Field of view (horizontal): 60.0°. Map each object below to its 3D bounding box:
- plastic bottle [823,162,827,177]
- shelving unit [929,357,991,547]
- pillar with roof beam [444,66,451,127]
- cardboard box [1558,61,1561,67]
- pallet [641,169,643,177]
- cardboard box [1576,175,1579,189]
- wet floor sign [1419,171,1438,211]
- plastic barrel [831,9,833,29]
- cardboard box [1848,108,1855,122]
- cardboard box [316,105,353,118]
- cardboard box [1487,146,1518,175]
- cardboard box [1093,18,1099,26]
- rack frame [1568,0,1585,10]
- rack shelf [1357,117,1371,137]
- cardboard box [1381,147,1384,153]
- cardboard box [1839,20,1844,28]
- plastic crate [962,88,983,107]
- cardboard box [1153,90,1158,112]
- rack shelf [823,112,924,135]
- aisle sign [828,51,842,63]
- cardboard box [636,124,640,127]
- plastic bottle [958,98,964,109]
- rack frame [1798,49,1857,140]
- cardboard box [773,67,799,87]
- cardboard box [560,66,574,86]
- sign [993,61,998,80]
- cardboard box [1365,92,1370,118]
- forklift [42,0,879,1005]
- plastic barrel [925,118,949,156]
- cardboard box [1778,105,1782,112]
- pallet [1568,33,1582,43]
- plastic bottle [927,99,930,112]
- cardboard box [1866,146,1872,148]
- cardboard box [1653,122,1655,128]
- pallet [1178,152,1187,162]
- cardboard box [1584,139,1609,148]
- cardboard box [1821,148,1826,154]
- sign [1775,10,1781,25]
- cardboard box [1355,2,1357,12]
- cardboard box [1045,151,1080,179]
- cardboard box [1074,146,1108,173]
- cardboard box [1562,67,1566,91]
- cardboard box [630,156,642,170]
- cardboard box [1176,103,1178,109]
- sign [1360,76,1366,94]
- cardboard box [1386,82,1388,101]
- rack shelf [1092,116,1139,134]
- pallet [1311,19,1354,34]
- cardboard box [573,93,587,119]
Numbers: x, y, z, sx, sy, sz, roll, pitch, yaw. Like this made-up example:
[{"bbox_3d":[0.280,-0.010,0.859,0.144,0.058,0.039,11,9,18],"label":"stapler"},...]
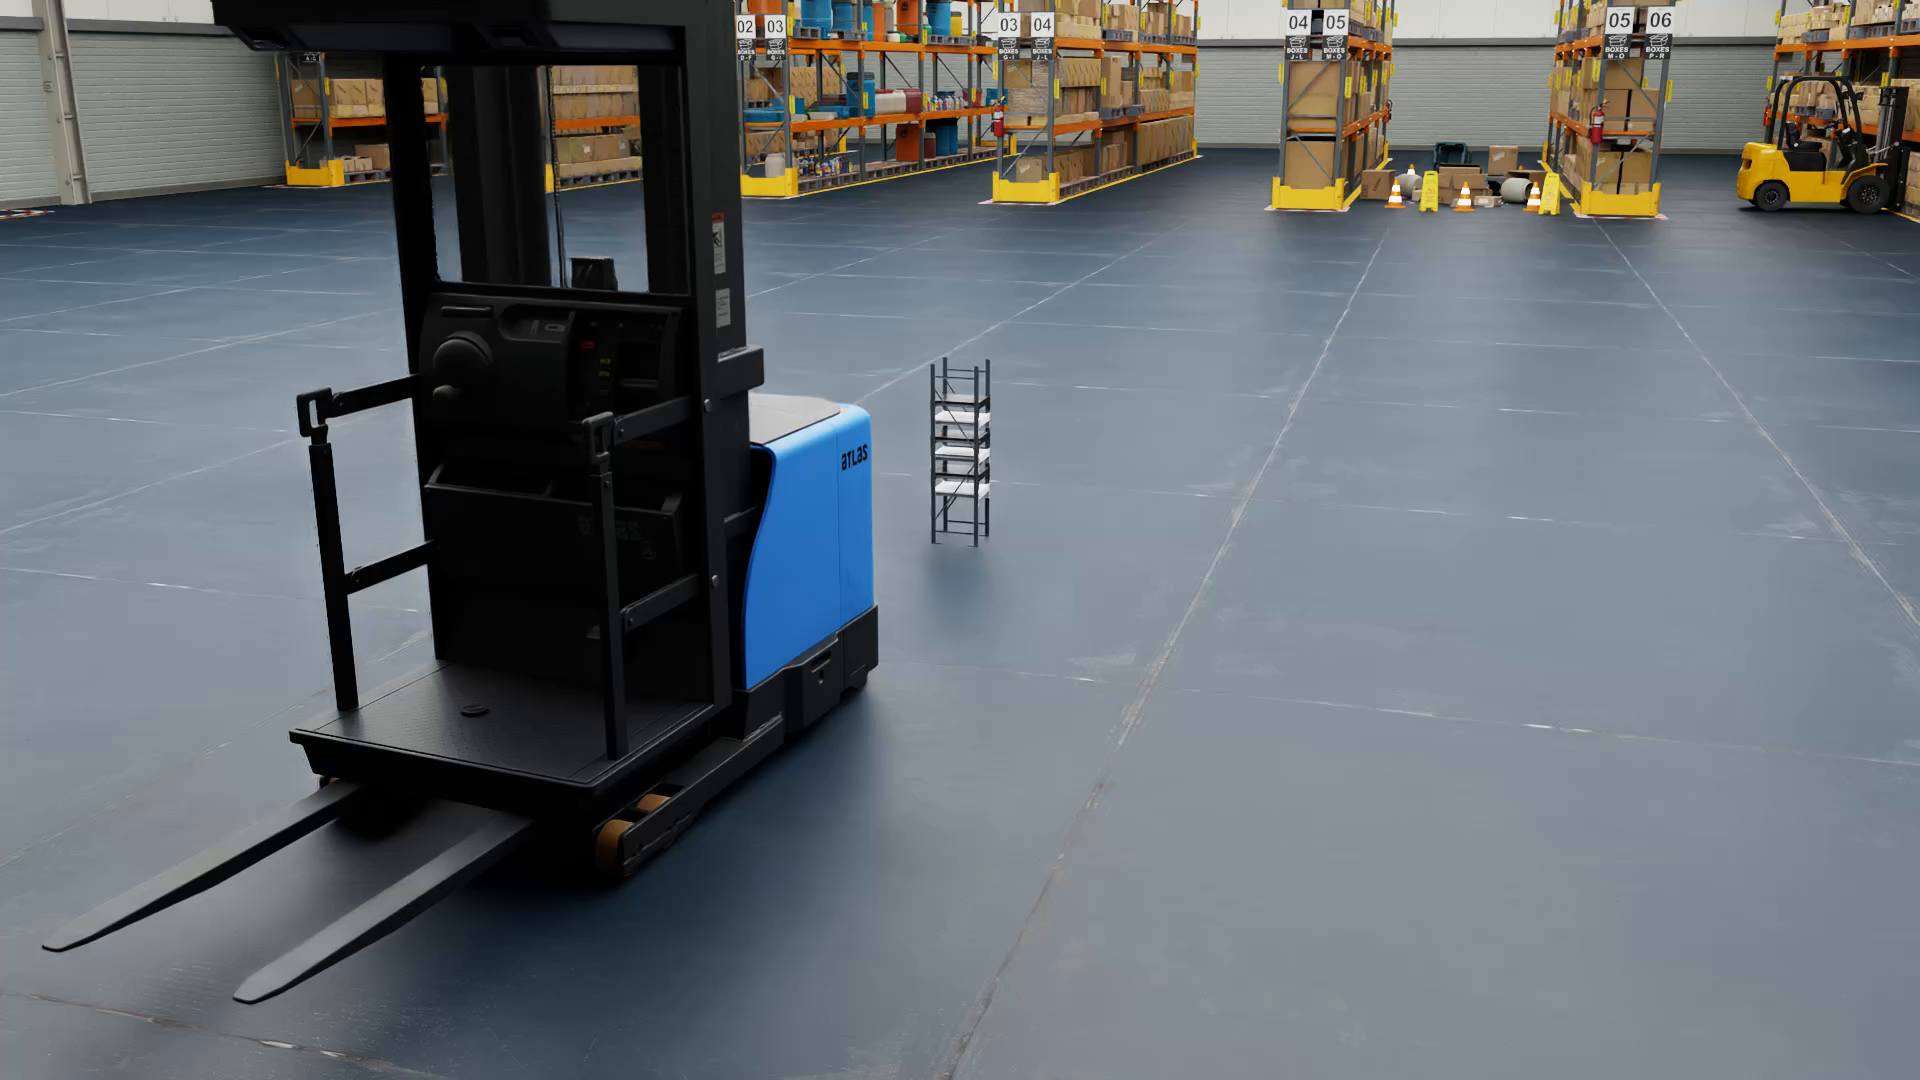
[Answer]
[{"bbox_3d":[-2.682,-7.304,32.778,0.097,0.271,0.097,0,16,0],"label":"plastic bottle"},{"bbox_3d":[0.002,-0.435,8.214,0.258,0.900,0.210,5,16,16],"label":"shelving unit"},{"bbox_3d":[-7.890,-13.006,37.692,9.100,9.000,0.400,5,16,16],"label":"pillar with roof beam"},{"bbox_3d":[14.356,-11.266,39.348,0.380,0.149,0.250,4,16,15],"label":"cardboard box"},{"bbox_3d":[-7.033,-8.151,36.680,1.003,0.211,1.213,5,16,16],"label":"pallet"},{"bbox_3d":[11.226,-6.365,29.540,0.500,0.250,0.500,6,17,19],"label":"cardboard box"},{"bbox_3d":[7.772,-5.776,27.512,0.267,0.644,0.232,2,16,6],"label":"wet floor sign"},{"bbox_3d":[-2.768,-10.513,33.427,0.421,0.512,0.421,0,16,0],"label":"plastic barrel"},{"bbox_3d":[17.042,-7.986,31.263,0.500,0.250,0.500,4,16,14],"label":"cardboard box"},{"bbox_3d":[-12.649,-8.674,33.652,0.500,0.250,0.500,4,16,14],"label":"cardboard box"},{"bbox_3d":[10.078,-7.051,30.885,0.500,0.500,0.500,5,16,16],"label":"cardboard box"},{"bbox_3d":[2.476,-9.983,32.076,0.380,0.149,0.250,5,17,18],"label":"cardboard box"},{"bbox_3d":[14.067,-12.738,36.749,1.000,3.000,0.127,5,16,16],"label":"rack frame"},{"bbox_3d":[7.587,-8.294,33.391,1.077,0.370,4.000,5,16,16],"label":"rack shelf"},{"bbox_3d":[10.503,-9.858,42.041,0.380,0.149,0.250,5,17,18],"label":"cardboard box"},{"bbox_3d":[17.780,-10.297,33.184,0.380,0.149,0.250,5,16,16],"label":"cardboard box"},{"bbox_3d":[0.311,-11.279,42.369,0.402,0.464,0.583,5,16,16],"label":"plastic crate"},{"bbox_3d":[4.258,-10.128,38.358,0.500,0.500,0.500,5,16,16],"label":"cardboard box"},{"bbox_3d":[-1.889,-9.089,36.195,1.077,0.370,4.000,5,16,16],"label":"rack shelf"},{"bbox_3d":[-3.482,-13.681,46.303,0.394,0.787,0.004,5,16,16],"label":"aisle sign"},{"bbox_3d":[-8.951,-11.484,45.944,0.380,0.149,0.250,4,16,14],"label":"cardboard box"},{"bbox_3d":[0.014,-10.817,41.196,0.152,0.276,0.135,5,16,16],"label":"plastic bottle"},{"bbox_3d":[18.827,-9.468,36.214,1.000,3.000,0.127,5,16,16],"label":"rack frame"},{"bbox_3d":[-4.528,-12.020,43.196,0.500,0.500,0.500,5,17,17],"label":"cardboard box"},{"bbox_3d":[-8.038,-9.196,32.692,0.700,0.500,0.500,4,16,14],"label":"cardboard box"},{"bbox_3d":[0.629,-8.239,29.177,0.100,0.325,0.005,5,16,16],"label":"sign"},{"bbox_3d":[8.142,-8.942,34.176,0.500,0.500,0.500,5,16,16],"label":"cardboard box"},{"bbox_3d":[-1.345,-0.556,4.919,1.130,2.935,3.031,6,17,22],"label":"forklift"},{"bbox_3d":[-0.556,-9.871,40.710,0.600,0.901,0.708,5,16,16],"label":"plastic barrel"},{"bbox_3d":[19.193,-9.996,38.535,0.380,0.149,0.250,4,16,14],"label":"cardboard box"},{"bbox_3d":[13.377,-10.623,35.135,1.003,0.211,1.213,5,17,18],"label":"pallet"},{"bbox_3d":[-0.750,-10.073,38.559,0.061,0.283,0.133,5,16,16],"label":"plastic bottle"},{"bbox_3d":[17.321,-7.148,31.615,0.875,0.625,0.625,5,17,18],"label":"cardboard box"},{"bbox_3d":[11.163,-6.795,27.249,0.380,0.149,0.250,4,16,14],"label":"cardboard box"},{"bbox_3d":[5.201,-9.792,42.466,1.003,0.211,1.213,5,16,16],"label":"pallet"},{"bbox_3d":[10.825,-6.730,28.267,0.380,0.149,0.250,5,17,18],"label":"cardboard box"},{"bbox_3d":[17.756,-7.679,33.716,0.500,0.500,0.500,4,16,15],"label":"cardboard box"},{"bbox_3d":[19.443,-12.420,39.523,0.100,0.325,0.005,5,16,16],"label":"sign"},{"bbox_3d":[6.551,-9.206,28.568,0.500,0.250,0.500,4,16,15],"label":"cardboard box"},{"bbox_3d":[1.984,-7.275,32.293,0.500,0.500,0.500,11,19,33],"label":"cardboard box"},{"bbox_3d":[2.640,-7.819,34.174,0.700,0.500,0.500,5,16,16],"label":"cardboard box"},{"bbox_3d":[13.403,-10.022,36.151,0.500,0.500,0.500,4,16,14],"label":"cardboard box"},{"bbox_3d":[-7.127,-8.038,35.440,0.500,0.250,0.500,5,16,16],"label":"cardboard box"},{"bbox_3d":[5.190,-10.758,41.222,0.380,0.149,0.250,4,16,14],"label":"cardboard box"},{"bbox_3d":[7.551,-8.529,31.169,0.100,0.325,0.005,5,16,16],"label":"sign"},{"bbox_3d":[10.396,-11.175,41.504,0.500,0.500,0.500,4,16,15],"label":"cardboard box"},{"bbox_3d":[2.860,-8.705,34.841,1.077,0.370,4.000,5,16,16],"label":"rack shelf"},{"bbox_3d":[6.083,-8.665,28.049,1.003,0.211,1.213,5,16,16],"label":"pallet"},{"bbox_3d":[-7.906,-8.687,33.276,0.700,0.500,0.500,5,17,16],"label":"cardboard box"}]
